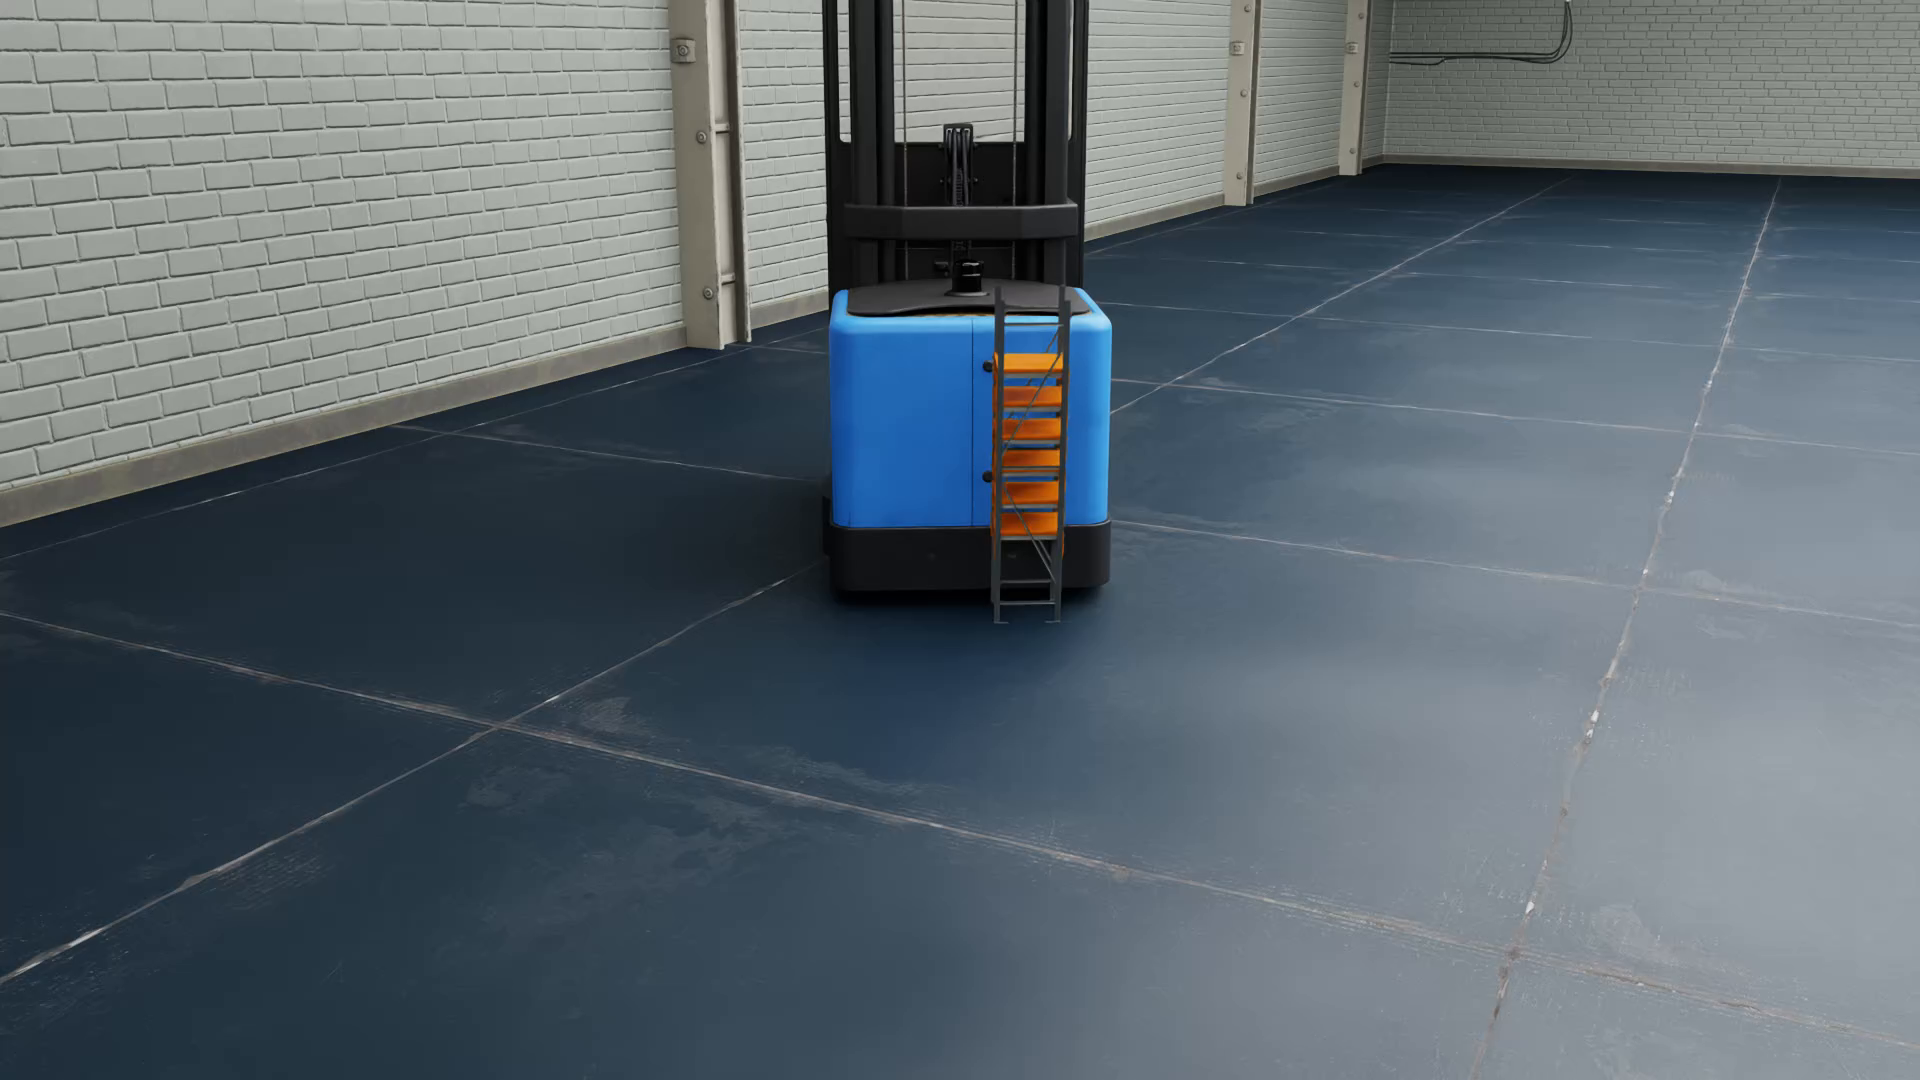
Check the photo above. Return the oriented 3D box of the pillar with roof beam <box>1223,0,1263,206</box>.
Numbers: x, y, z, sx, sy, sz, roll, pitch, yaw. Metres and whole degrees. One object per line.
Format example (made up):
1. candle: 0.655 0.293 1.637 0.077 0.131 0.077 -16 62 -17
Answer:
1. pillar with roof beam: 7.515 -8.201 18.830 9.100 9.000 0.400 8 18 25

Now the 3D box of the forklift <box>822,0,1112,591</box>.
1. forklift: -0.032 -1.584 7.208 1.130 2.935 3.031 -1 17 -3

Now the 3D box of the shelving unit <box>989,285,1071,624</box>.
1. shelving unit: 0.241 -0.284 5.847 0.258 1.200 0.189 -1 24 -3

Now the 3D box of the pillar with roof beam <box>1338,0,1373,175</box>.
1. pillar with roof beam: 10.196 -9.729 23.976 9.100 9.000 0.400 8 18 25

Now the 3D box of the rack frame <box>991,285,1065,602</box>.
1. rack frame: 0.237 -0.321 5.930 0.240 1.200 0.006 -1 24 -3

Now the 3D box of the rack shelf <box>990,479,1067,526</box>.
1. rack shelf: 0.240 -0.134 5.913 0.258 0.103 0.180 -1 24 -3

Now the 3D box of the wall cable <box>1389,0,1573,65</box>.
1. wall cable: 8.844 -9.371 28.222 3.097 2.526 0.112 8 18 25

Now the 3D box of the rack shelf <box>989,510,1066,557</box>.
1. rack shelf: 0.240 -0.024 5.962 0.258 0.103 0.180 -1 24 -3

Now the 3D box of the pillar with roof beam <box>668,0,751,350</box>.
1. pillar with roof beam: 2.152 -5.144 8.539 9.100 9.000 0.400 8 18 25

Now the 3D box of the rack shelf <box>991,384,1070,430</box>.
1. rack shelf: 0.242 -0.463 5.768 0.258 0.103 0.180 -1 24 -3

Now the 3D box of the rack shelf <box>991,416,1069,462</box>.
1. rack shelf: 0.242 -0.353 5.816 0.258 0.103 0.180 -1 24 -3

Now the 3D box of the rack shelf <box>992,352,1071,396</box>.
1. rack shelf: 0.243 -0.573 5.719 0.258 0.103 0.180 -1 24 -3

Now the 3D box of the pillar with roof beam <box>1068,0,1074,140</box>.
1. pillar with roof beam: 4.833 -6.673 13.685 9.100 9.000 0.400 8 18 25

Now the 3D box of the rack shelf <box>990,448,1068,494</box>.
1. rack shelf: 0.241 -0.244 5.865 0.258 0.103 0.180 -1 24 -3

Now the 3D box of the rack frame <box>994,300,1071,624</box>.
1. rack frame: 0.246 -0.247 5.763 0.240 1.200 0.006 -1 24 -3
